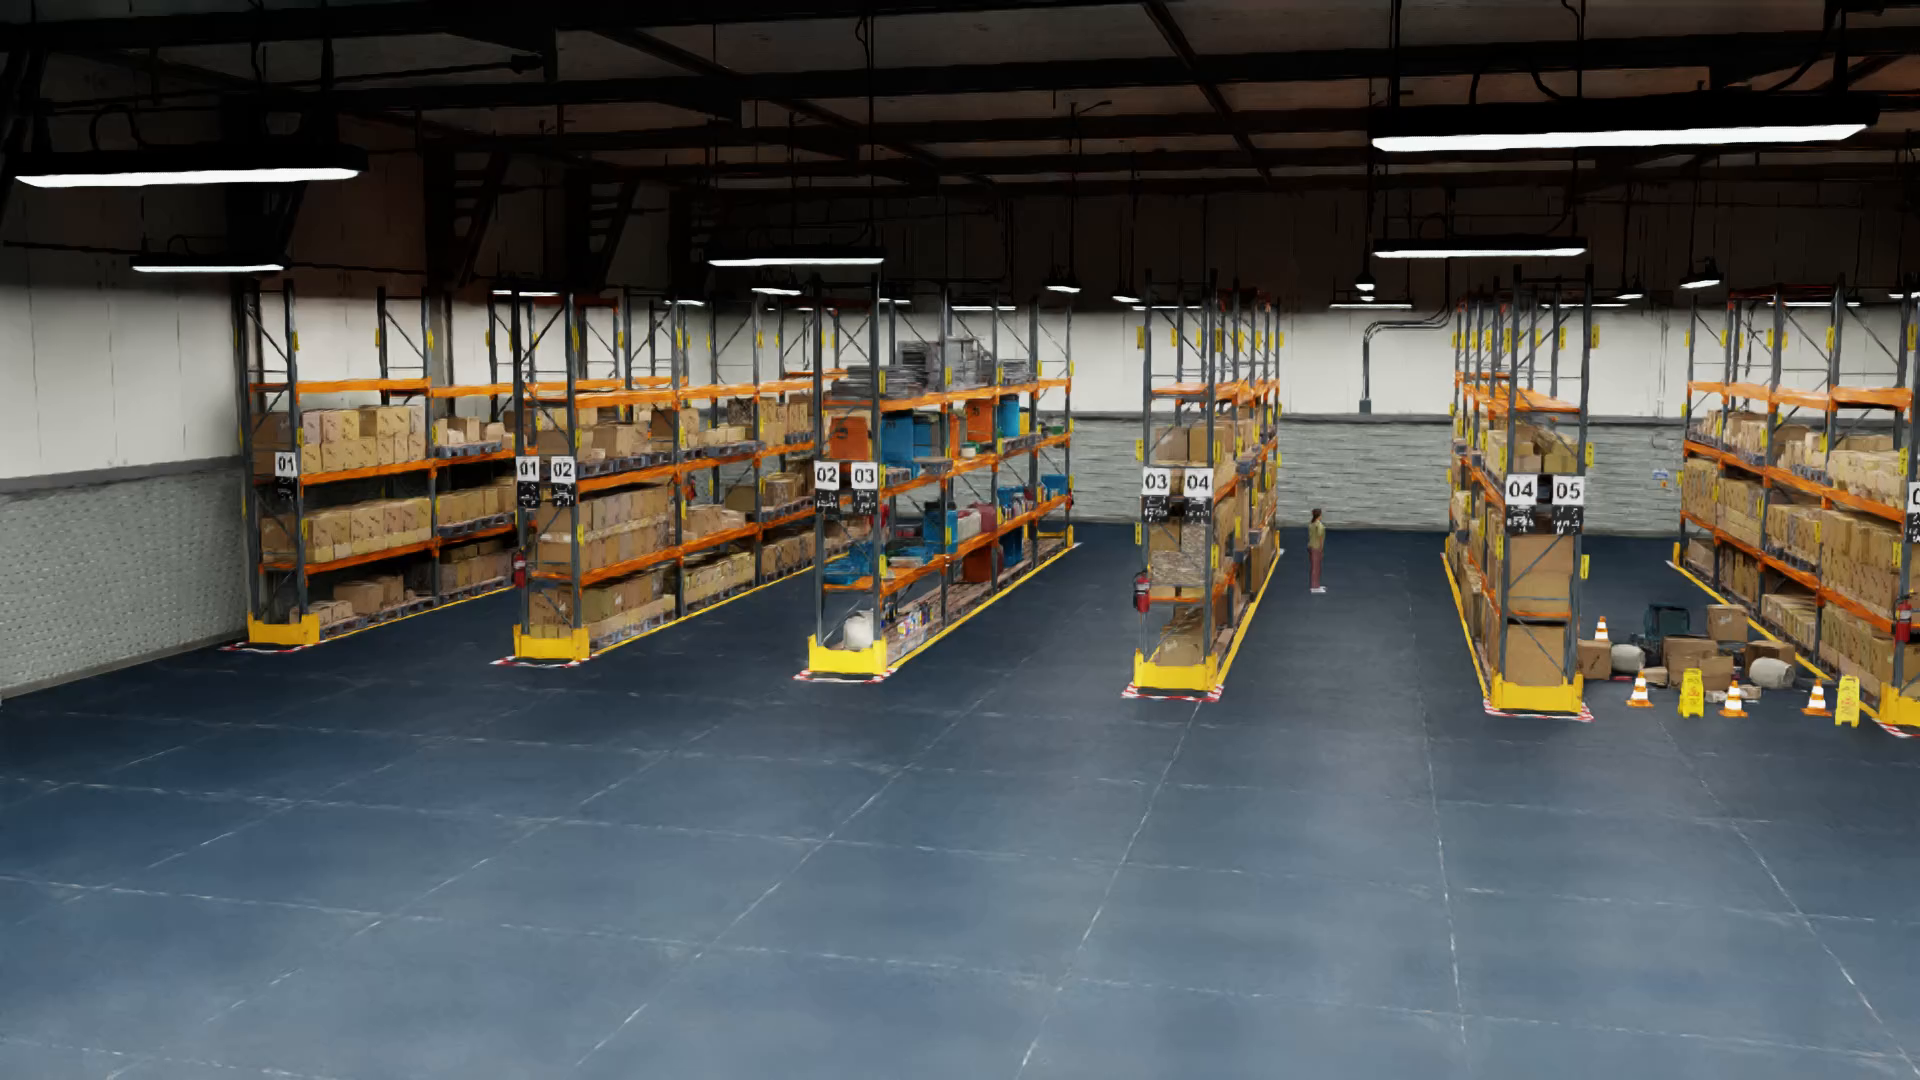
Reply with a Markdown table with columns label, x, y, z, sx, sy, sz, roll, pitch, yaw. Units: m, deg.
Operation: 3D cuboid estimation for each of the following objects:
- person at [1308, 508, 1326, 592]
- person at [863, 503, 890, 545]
| label | x | y | z | sx | sy | sz | roll | pitch | yaw |
| --- | --- | --- | --- | --- | --- | --- | --- | --- | --- |
| person | 7.141 | 0.188 | 33.150 | 0.441 | 1.675 | 0.498 | -2 | 7 | -17 |
| person | -1.804 | -0.205 | 36.575 | 0.682 | 1.675 | 0.521 | 1 | 7 | 11 |
